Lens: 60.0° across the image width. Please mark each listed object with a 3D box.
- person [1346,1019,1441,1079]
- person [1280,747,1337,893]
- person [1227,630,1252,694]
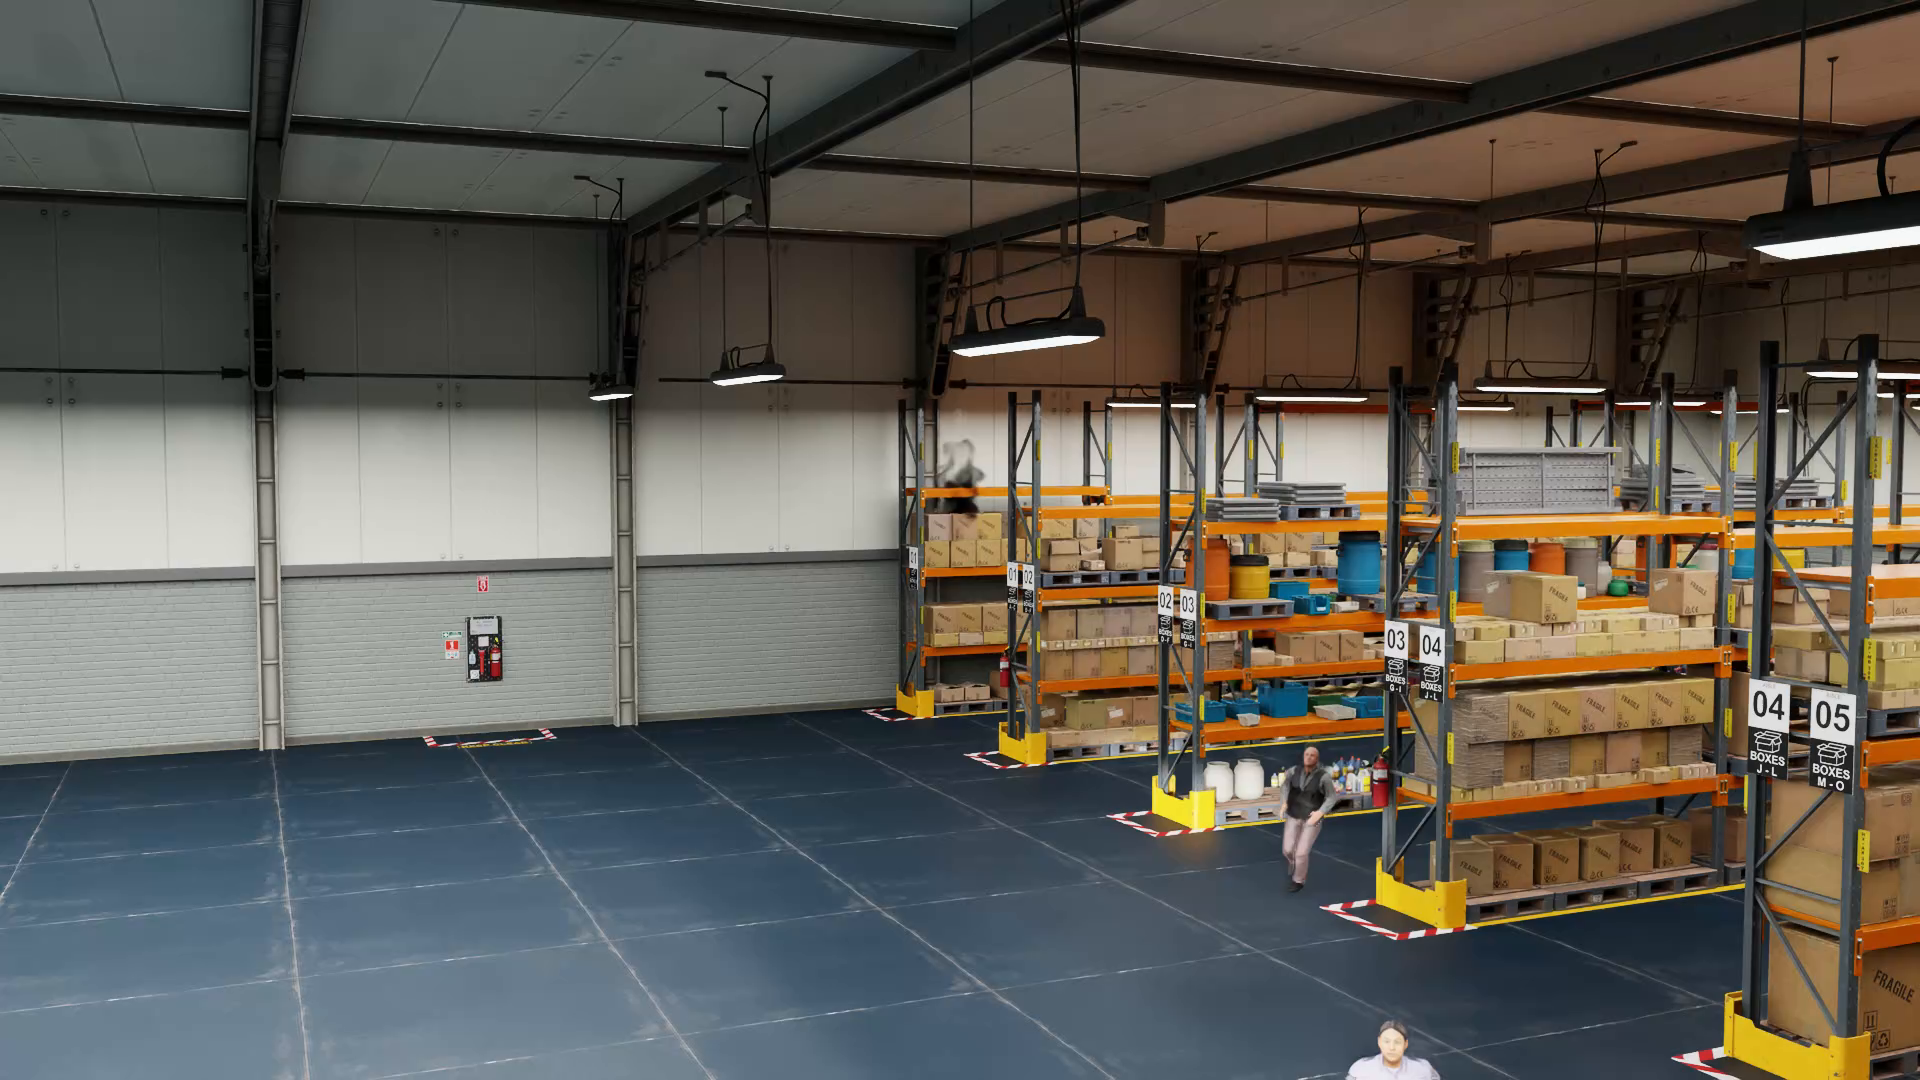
[{"bbox_3d":[2.619,3.726,10.122,0.632,1.655,0.902,1,3,15],"label":"person"},{"bbox_3d":[4.013,3.216,19.195,0.690,1.681,0.541,2,4,28],"label":"person"},{"bbox_3d":[5.206,2.442,30.692,0.993,1.770,0.661,-2,4,-26],"label":"person"}]
